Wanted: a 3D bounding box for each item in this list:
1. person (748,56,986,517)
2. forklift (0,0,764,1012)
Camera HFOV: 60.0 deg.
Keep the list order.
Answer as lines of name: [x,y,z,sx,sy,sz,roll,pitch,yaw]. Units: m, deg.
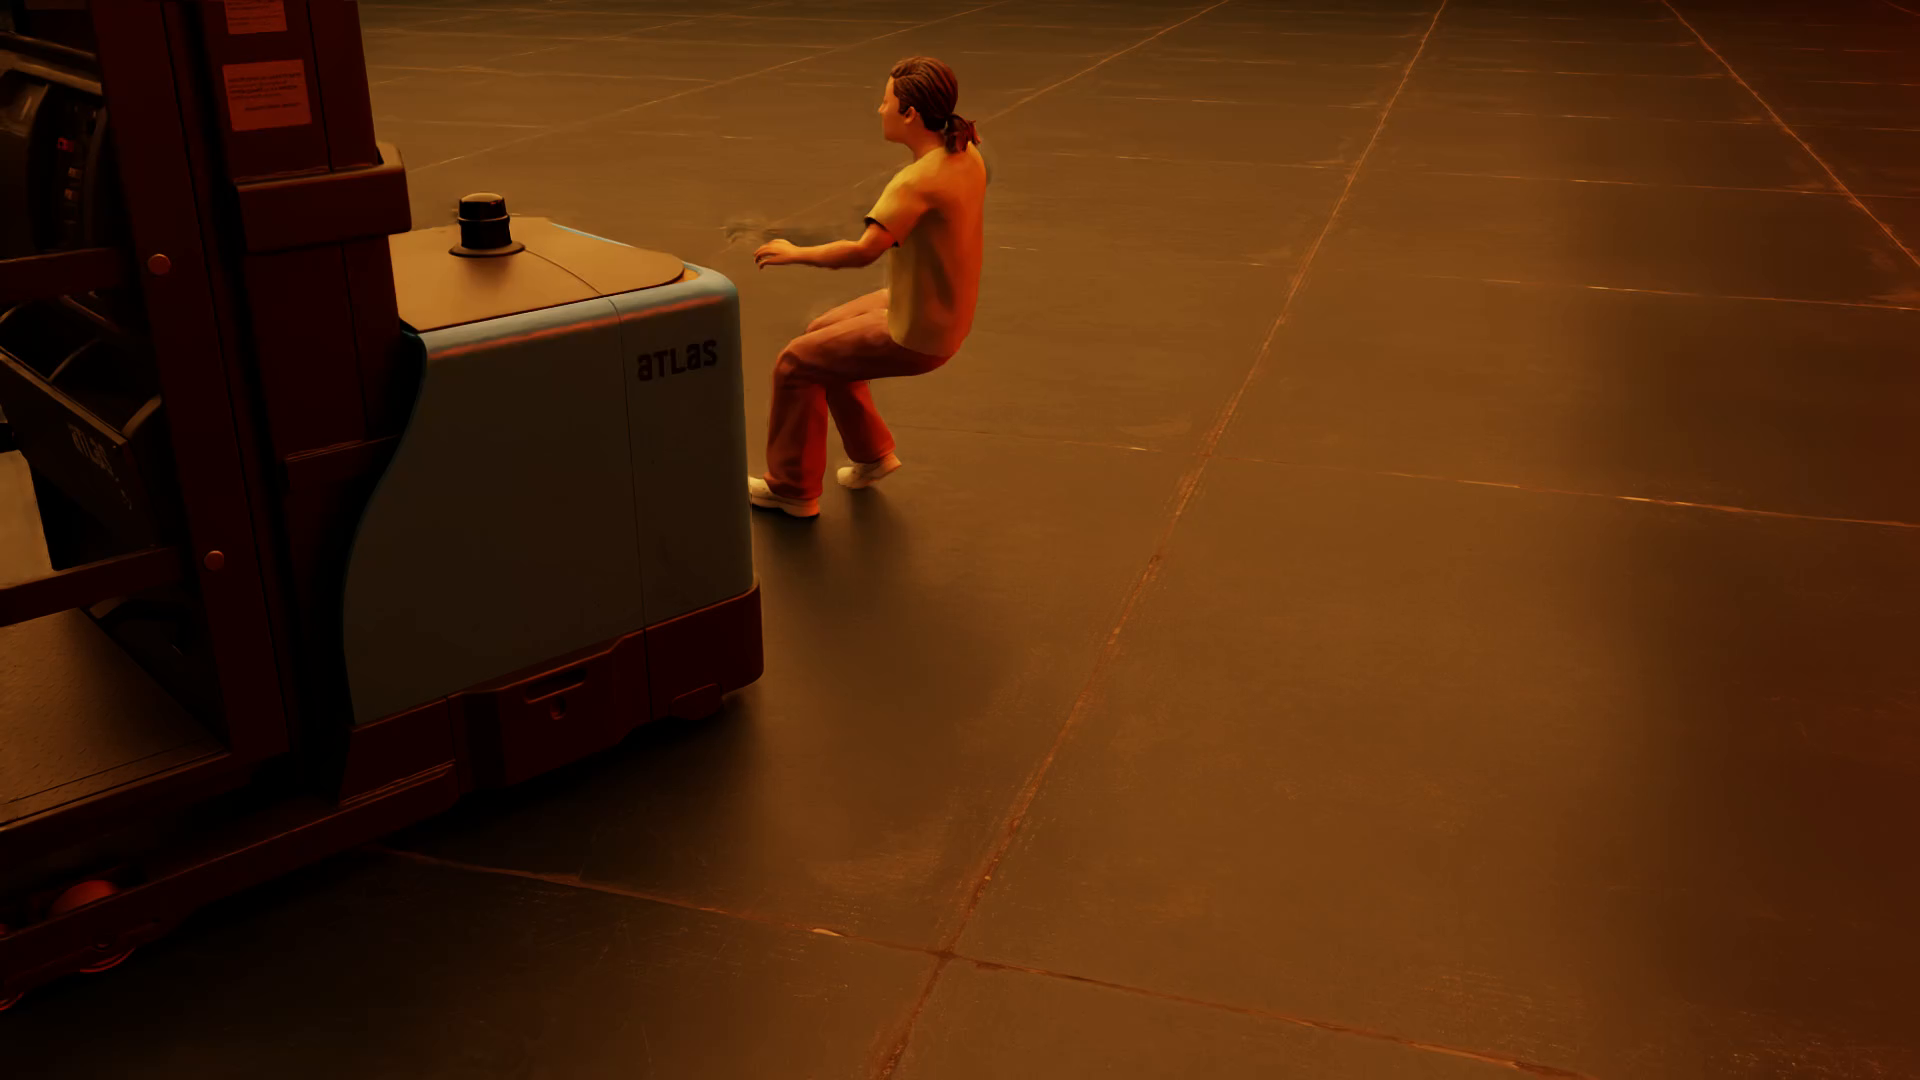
person: [-0.330,-0.728,5.027,0.835,1.436,0.800,5,23,11]
forklift: [-1.911,-0.713,3.006,3.031,2.935,1.130,-20,29,-39]
